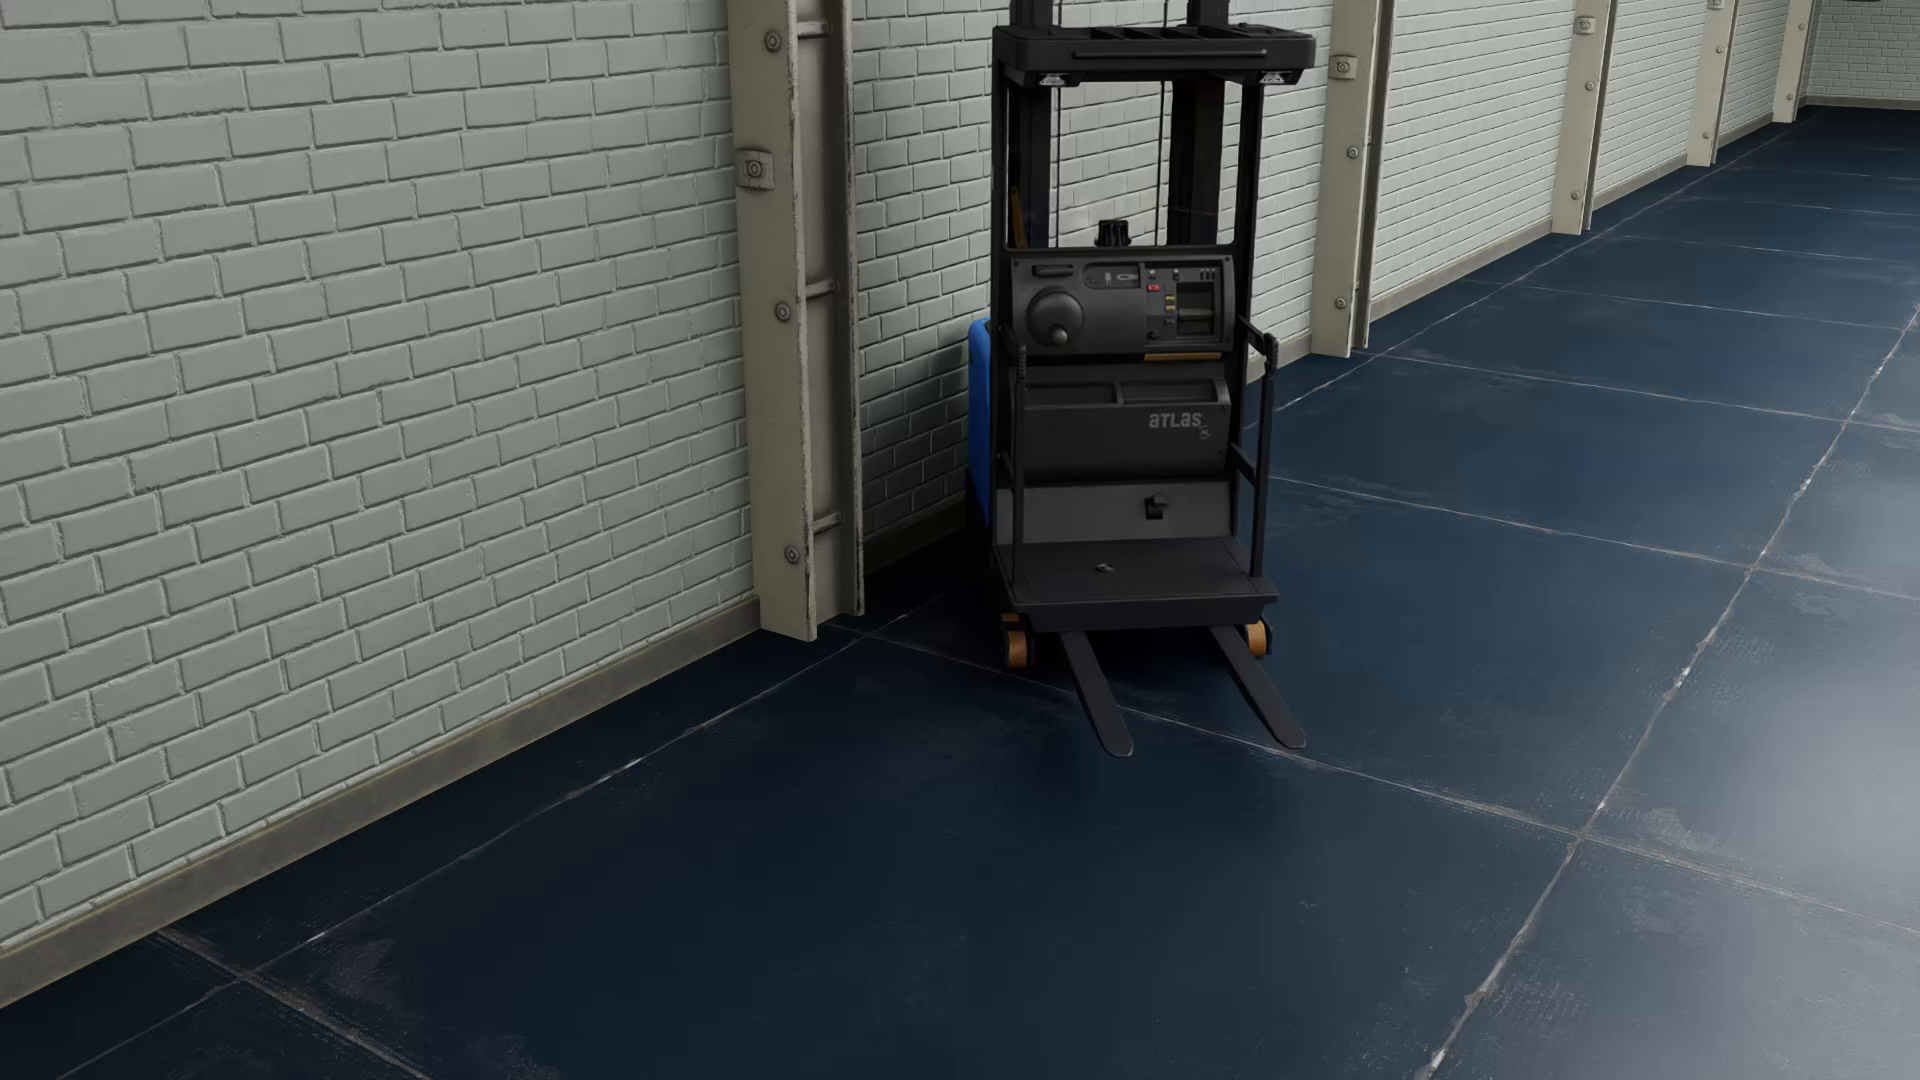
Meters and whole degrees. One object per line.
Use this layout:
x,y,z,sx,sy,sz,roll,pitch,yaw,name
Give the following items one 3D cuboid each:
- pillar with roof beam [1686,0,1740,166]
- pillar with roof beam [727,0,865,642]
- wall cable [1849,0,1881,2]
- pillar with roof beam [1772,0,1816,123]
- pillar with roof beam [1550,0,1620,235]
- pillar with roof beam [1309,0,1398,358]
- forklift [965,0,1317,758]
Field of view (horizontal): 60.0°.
13.022,-8.197,17.454,9.100,9.000,0.400,13,24,32,pillar with roof beam
2.903,-3.033,3.492,9.100,9.000,0.400,13,24,32,pillar with roof beam
15.584,-9.889,26.505,3.097,2.526,0.112,13,24,32,wall cable
16.395,-9.919,22.108,9.100,9.000,0.400,13,24,32,pillar with roof beam
9.649,-6.476,12.800,9.100,9.000,0.400,13,24,32,pillar with roof beam
6.276,-4.754,8.146,9.100,9.000,0.400,13,24,32,pillar with roof beam
0.695,-0.966,6.652,1.130,2.935,3.031,-2,20,-6,forklift
